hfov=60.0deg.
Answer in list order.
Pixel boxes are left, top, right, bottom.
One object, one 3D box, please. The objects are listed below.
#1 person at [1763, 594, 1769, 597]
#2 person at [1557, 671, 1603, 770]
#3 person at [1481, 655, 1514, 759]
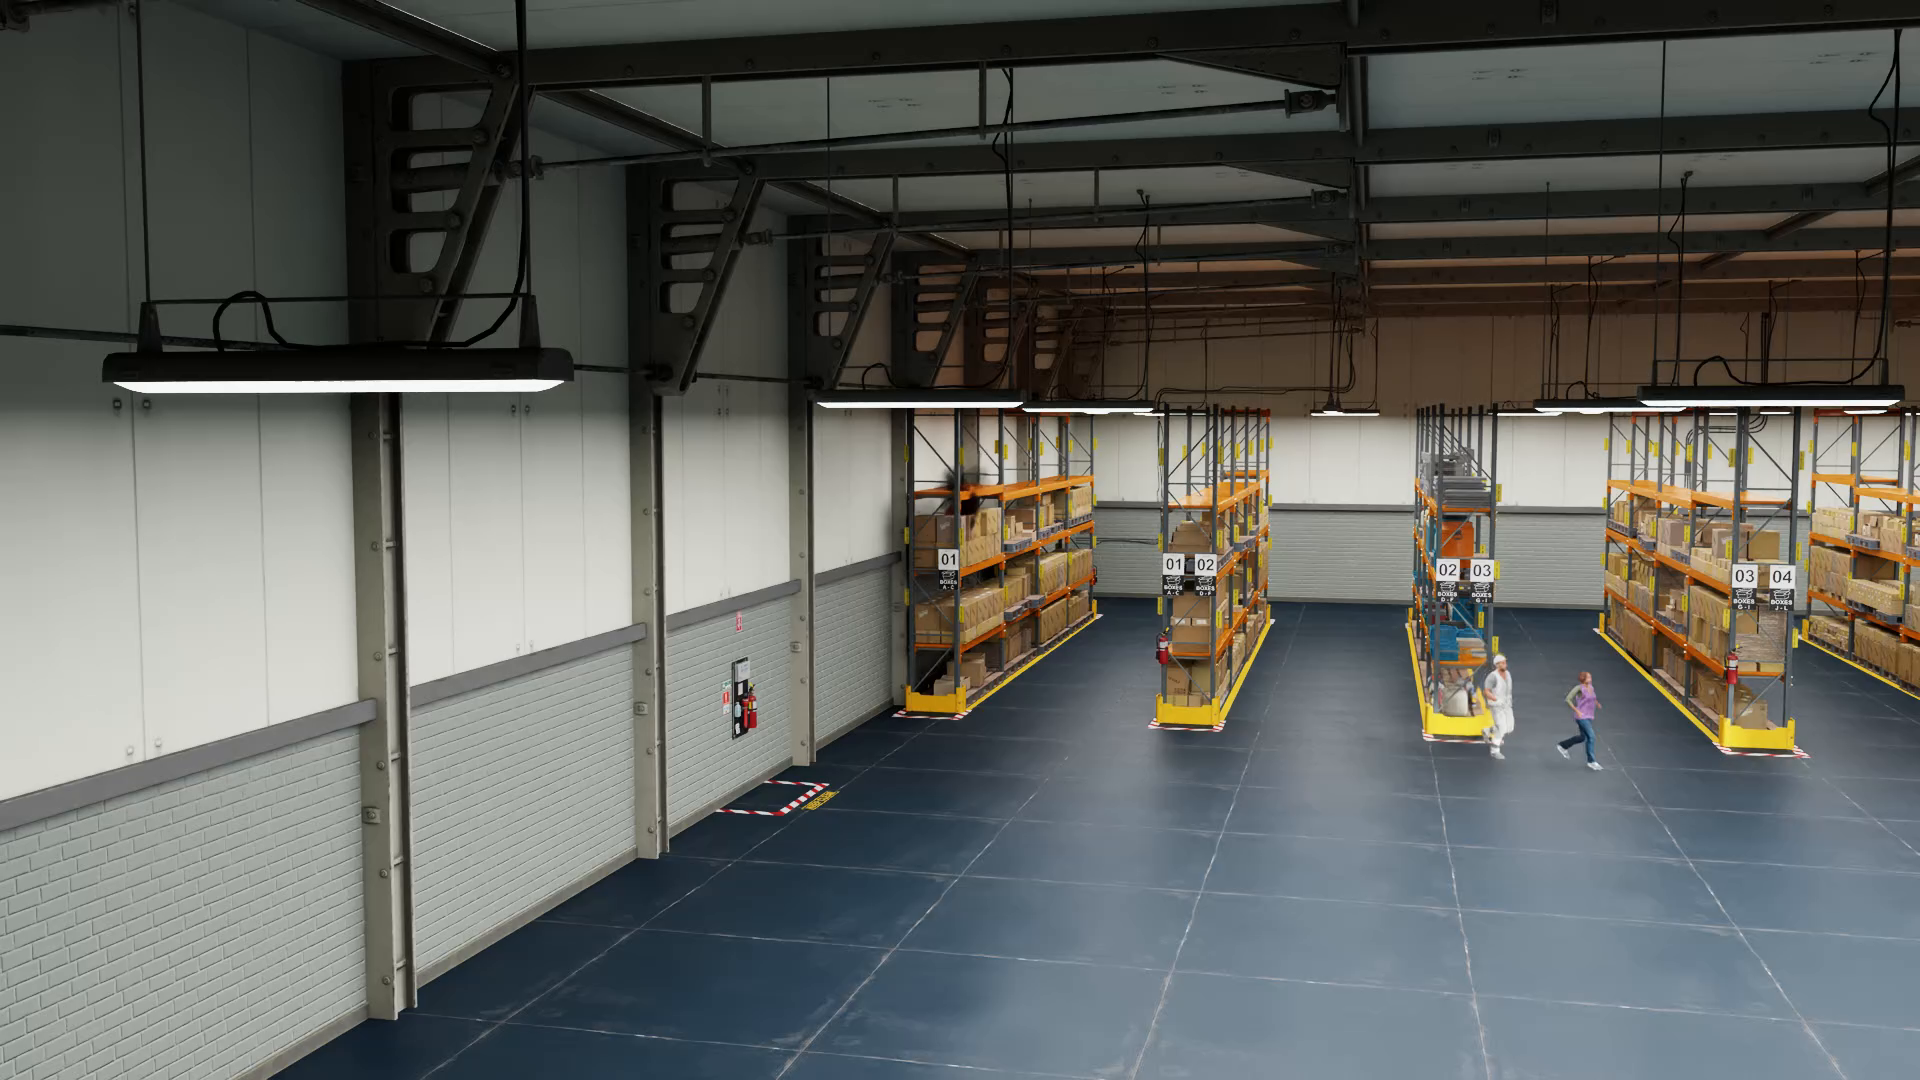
[{"bbox_3d":[20.291,1.811,41.381,0.671,1.754,0.859,2,4,21],"label":"person"},{"bbox_3d":[10.233,2.937,27.377,0.528,1.604,0.802,-4,6,-41],"label":"person"},{"bbox_3d":[9.111,2.807,28.151,0.682,1.752,0.683,-3,5,-33],"label":"person"}]
